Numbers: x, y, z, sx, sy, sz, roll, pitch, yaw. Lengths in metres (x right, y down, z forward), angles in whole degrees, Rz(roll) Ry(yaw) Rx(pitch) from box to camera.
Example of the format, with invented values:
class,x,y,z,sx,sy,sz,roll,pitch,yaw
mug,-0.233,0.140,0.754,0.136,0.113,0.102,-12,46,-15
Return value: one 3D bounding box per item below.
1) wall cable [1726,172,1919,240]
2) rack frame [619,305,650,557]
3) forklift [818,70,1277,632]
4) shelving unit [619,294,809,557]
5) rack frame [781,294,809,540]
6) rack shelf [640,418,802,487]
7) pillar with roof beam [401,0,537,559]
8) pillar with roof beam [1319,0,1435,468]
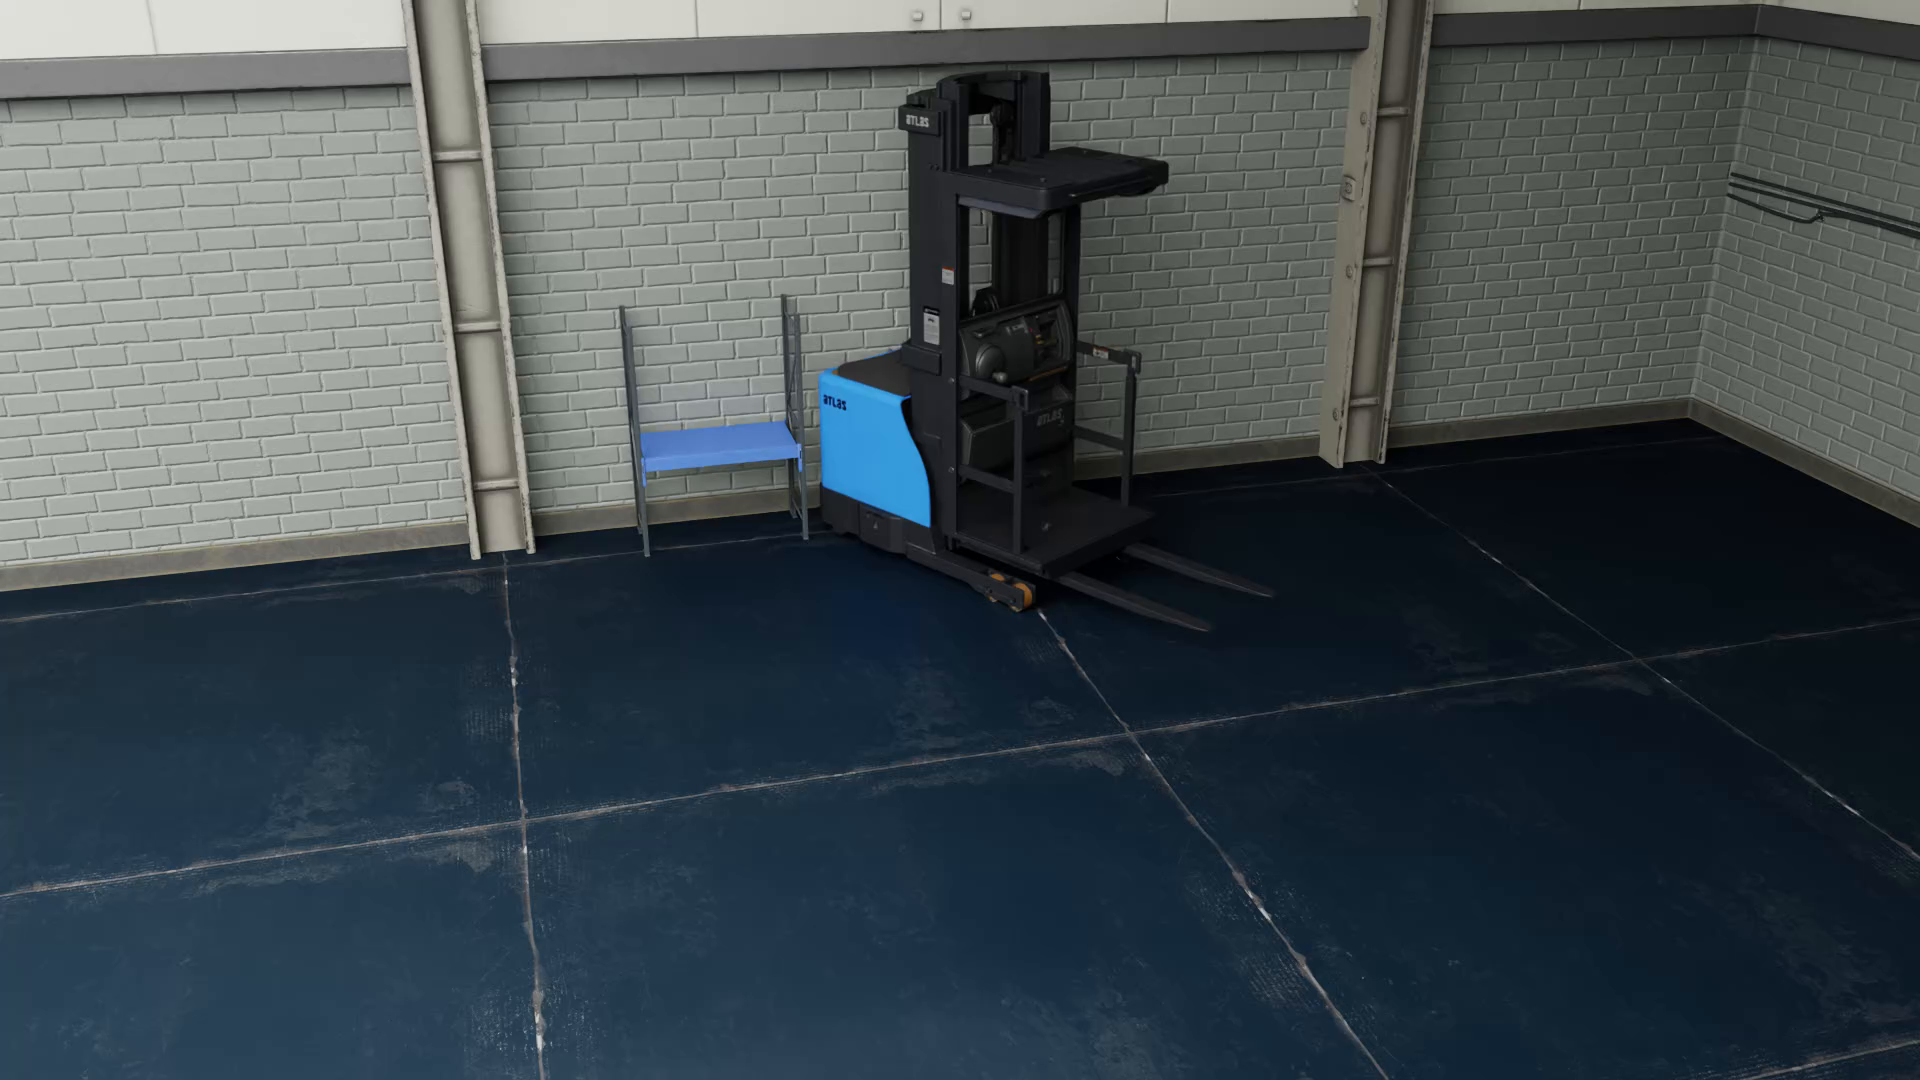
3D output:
class,x,y,z,sx,sy,sz,roll,pitch,yaw
wall cable,6.048,-3.116,10.537,0.112,2.526,3.097,-6,24,-14
rack frame,-2.040,-0.677,10.425,0.032,1.500,0.500,-6,24,-14
forklift,0.494,-1.157,9.730,3.031,2.935,1.130,21,31,40
shelving unit,-1.551,-0.731,10.552,1.048,1.500,0.538,-6,24,-14
rack frame,-1.062,-0.785,10.678,0.032,1.500,0.500,-6,24,-14
rack shelf,-1.551,-0.566,10.623,1.000,0.185,0.538,-6,24,-14
pillar with roof beam,-1.760,-2.457,5.065,0.400,9.000,9.100,-6,24,-14
pillar with roof beam,4.017,-3.096,6.554,0.400,9.000,9.100,-6,24,-14
